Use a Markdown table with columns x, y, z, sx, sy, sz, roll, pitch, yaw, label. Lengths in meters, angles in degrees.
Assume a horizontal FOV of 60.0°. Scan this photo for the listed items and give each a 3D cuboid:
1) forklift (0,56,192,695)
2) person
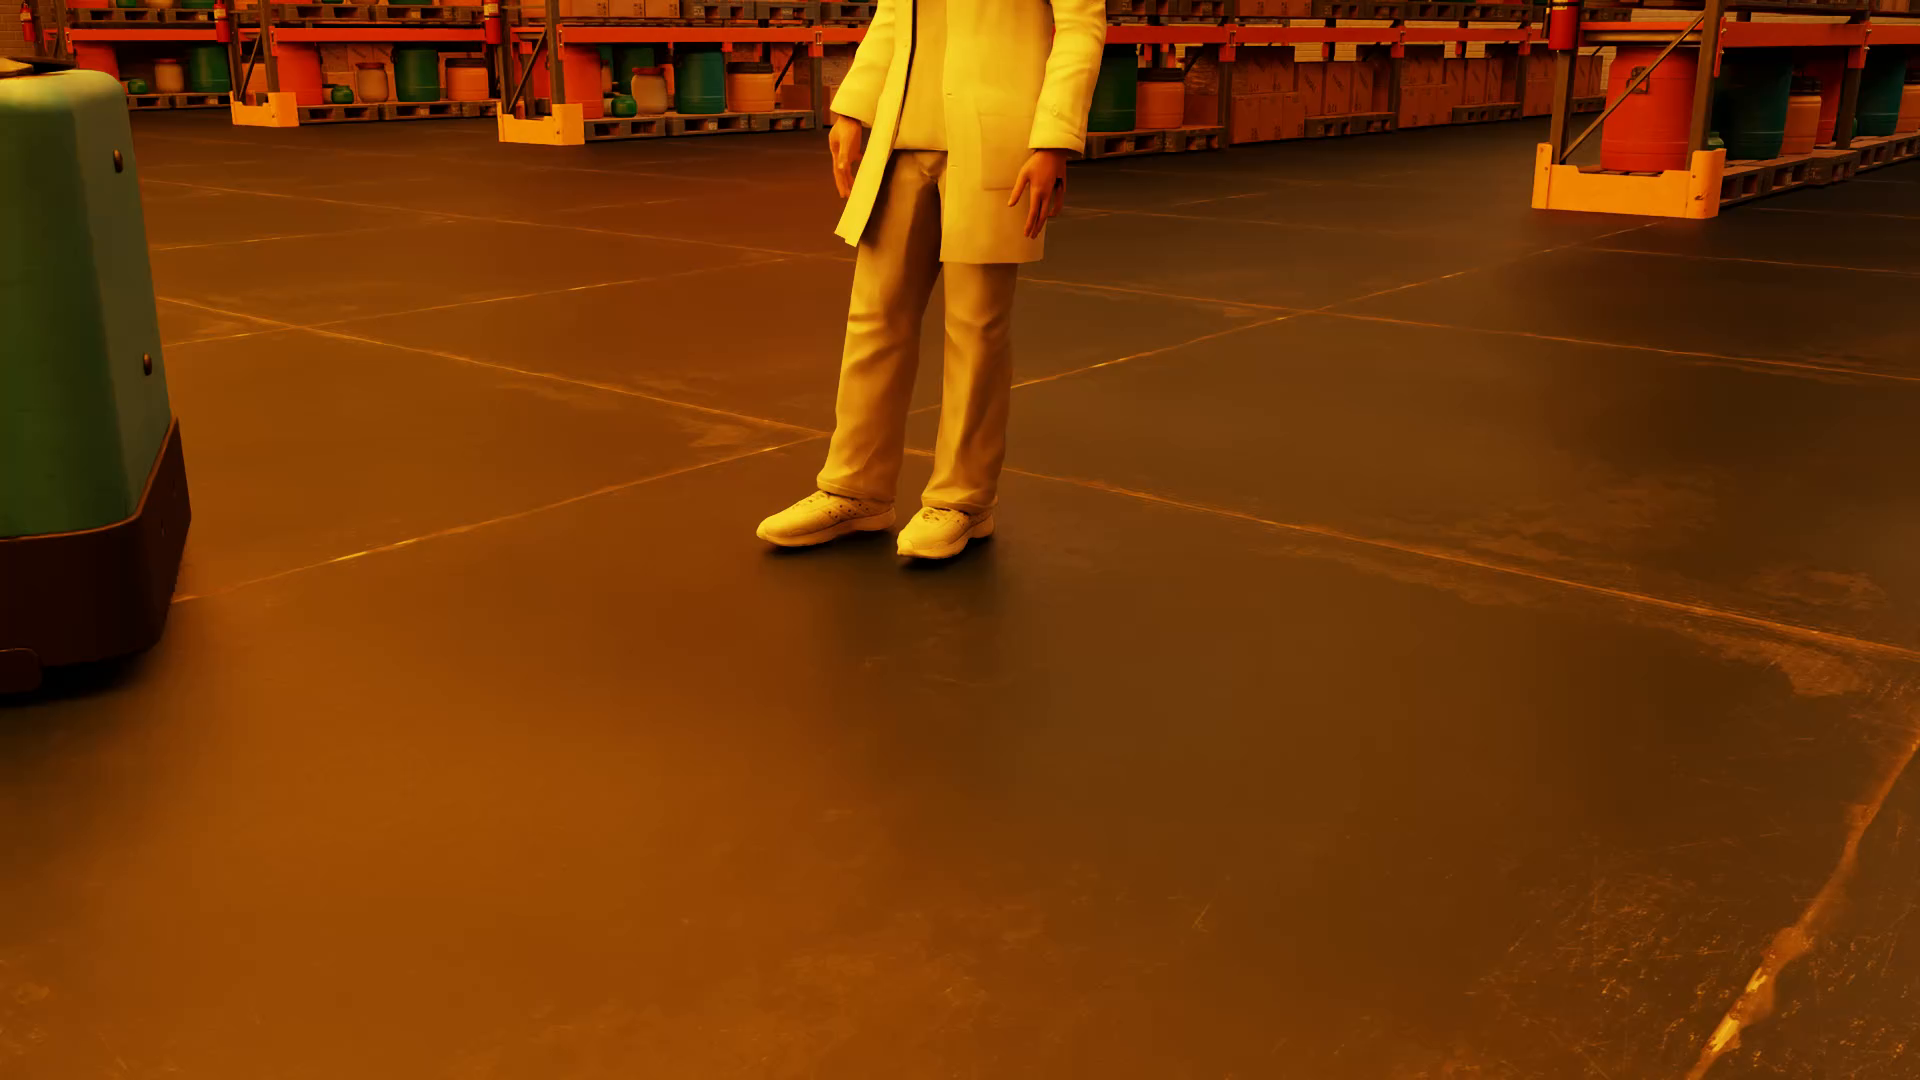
| x | y | z | sx | sy | sz | roll | pitch | yaw | label |
| --- | --- | --- | --- | --- | --- | --- | --- | --- | --- |
| -3.060 | -1.117 | 2.575 | 3.031 | 2.935 | 1.130 | -6 | 18 | -19 | forklift |
| -0.061 | -0.838 | 3.618 | 0.696 | 1.775 | 0.581 | 13 | 21 | 37 | person |
